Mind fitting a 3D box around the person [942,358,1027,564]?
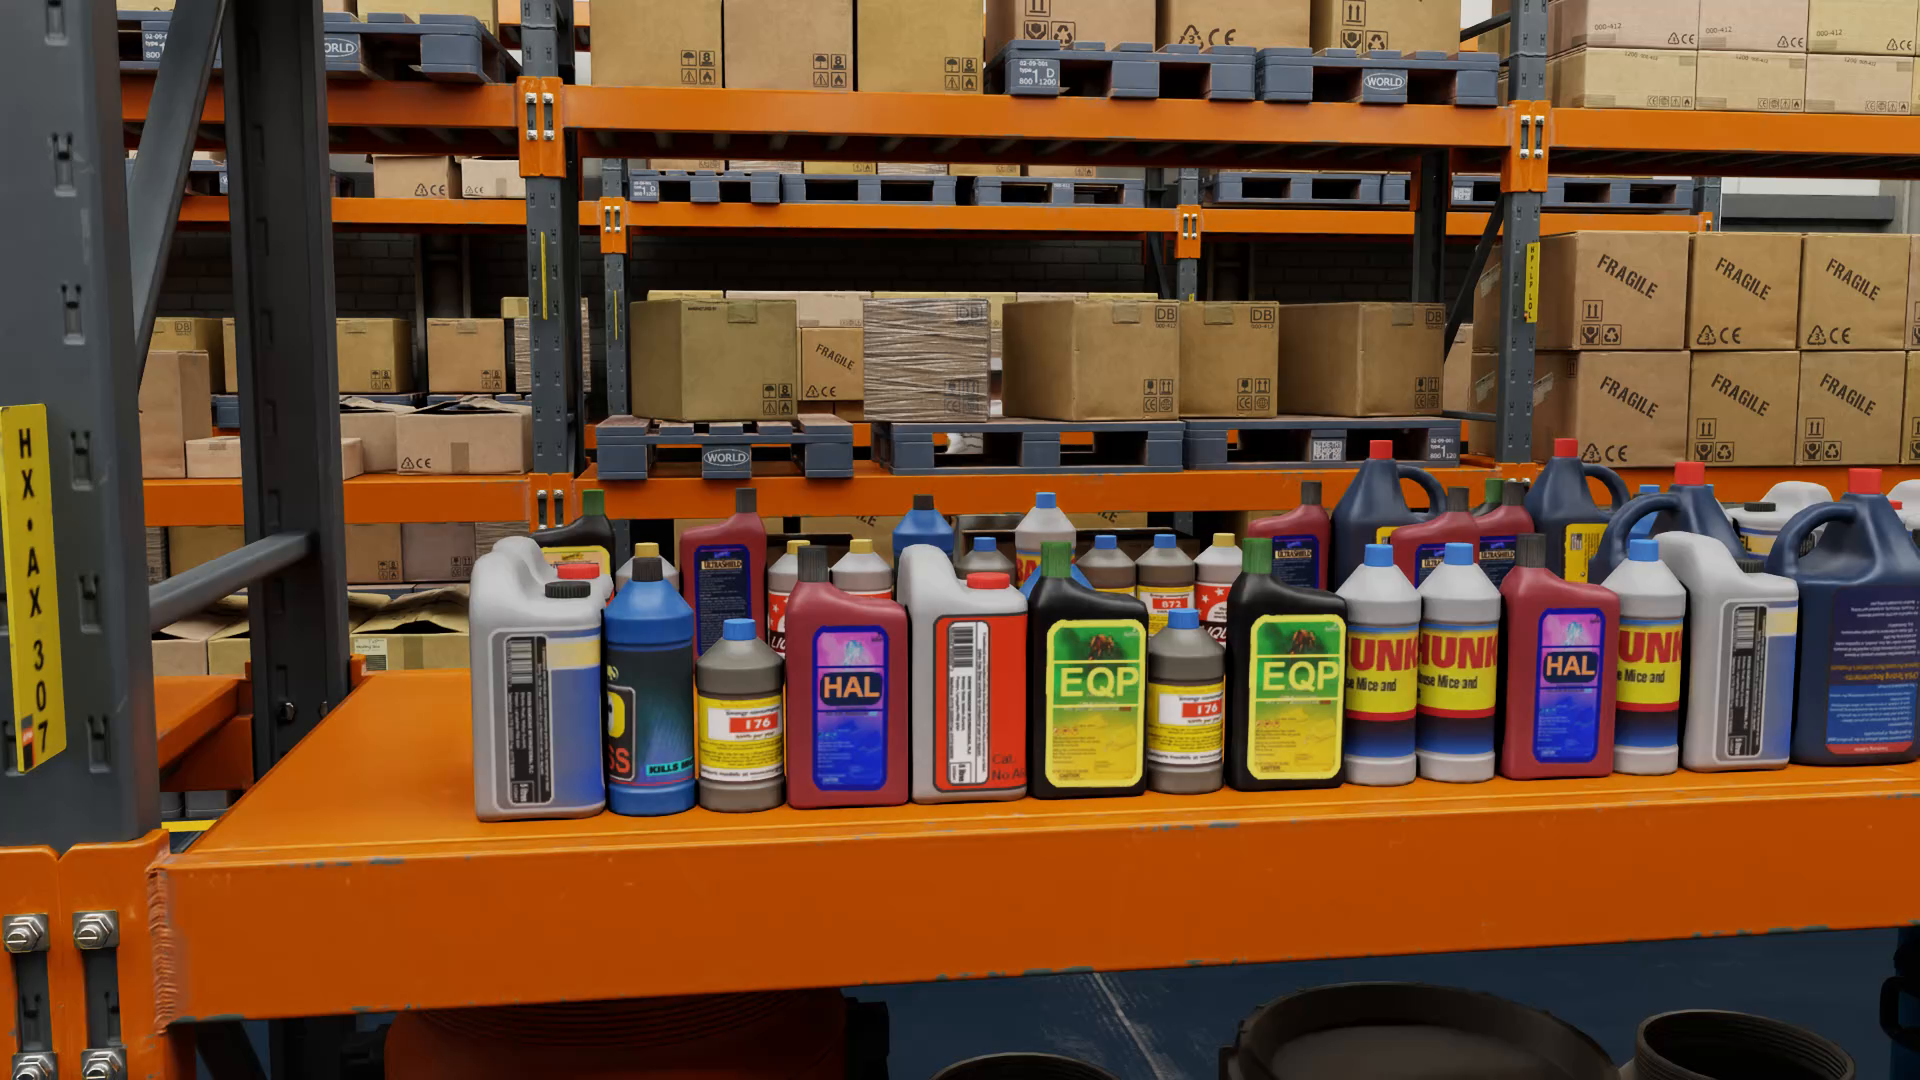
[{"bbox_3d":[0.182,-0.147,9.366,0.565,1.751,0.633,0,6,3],"label":"person"}]
